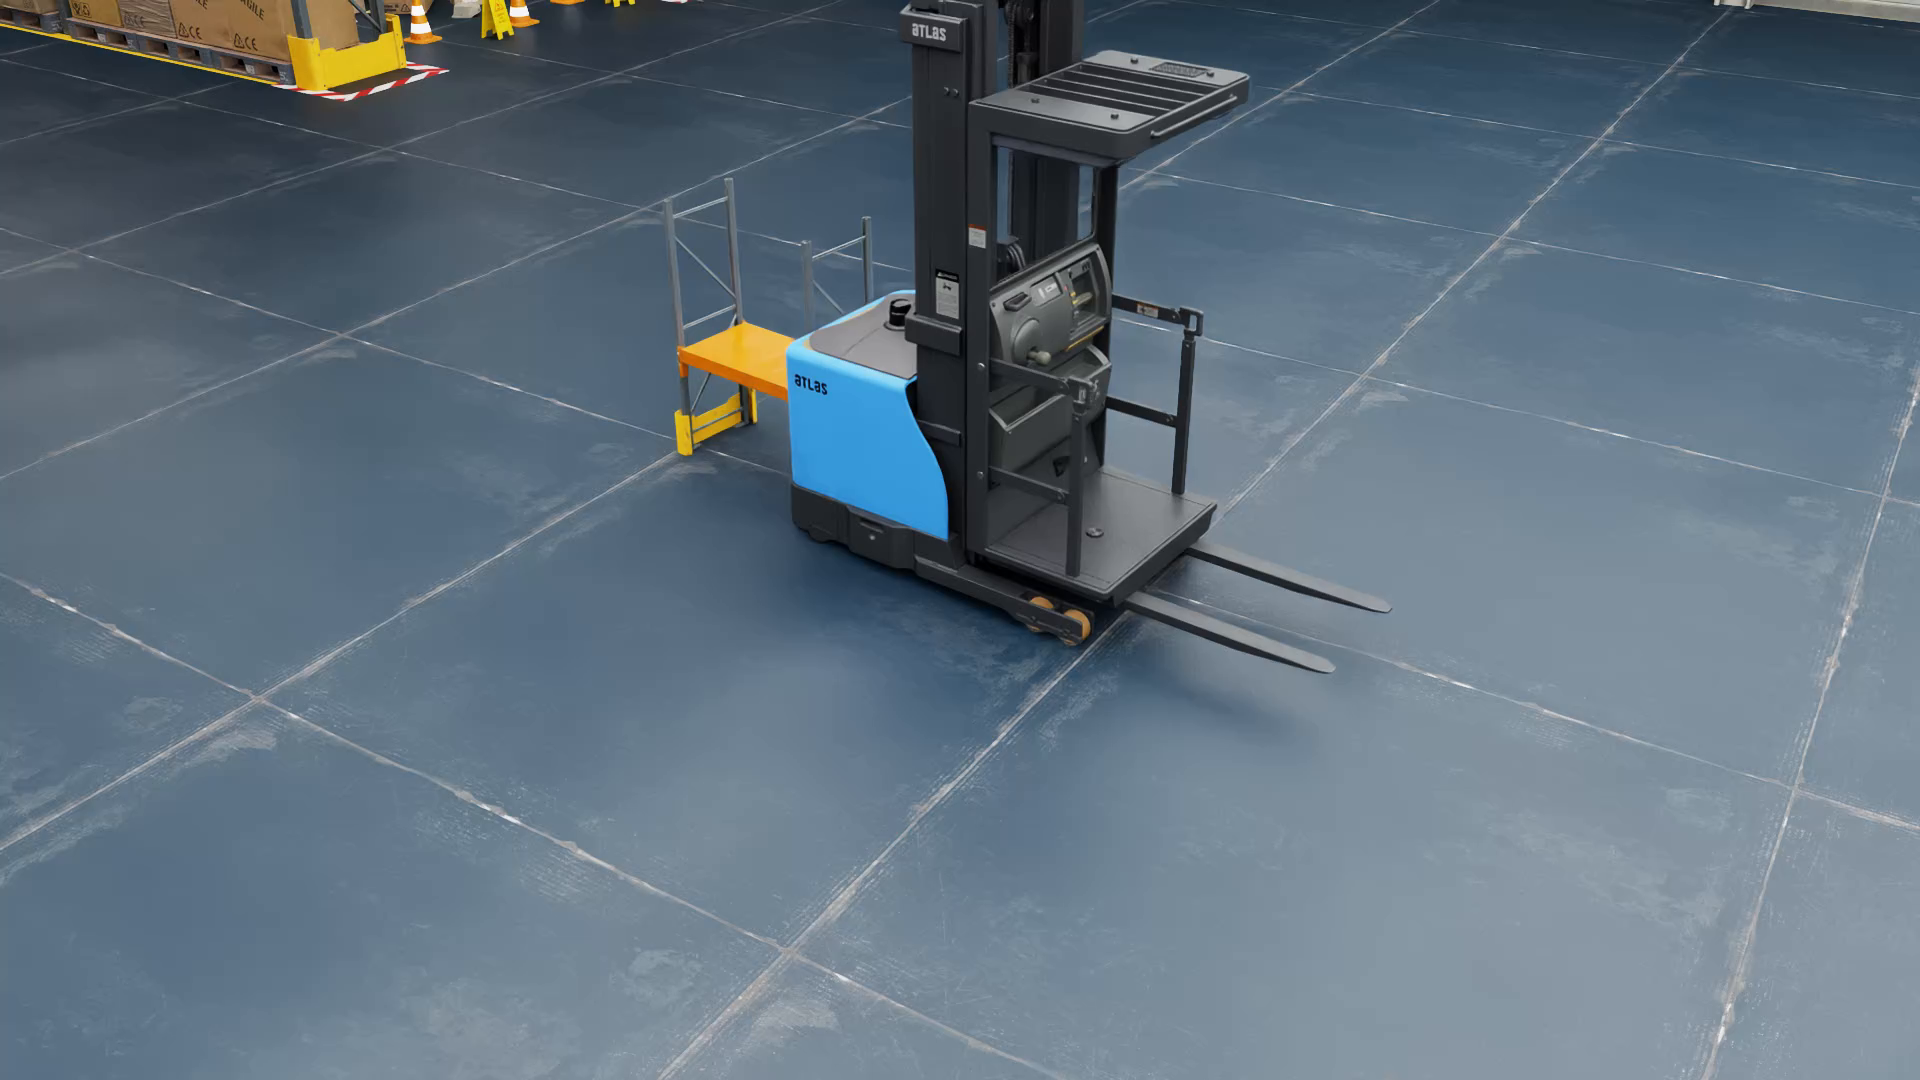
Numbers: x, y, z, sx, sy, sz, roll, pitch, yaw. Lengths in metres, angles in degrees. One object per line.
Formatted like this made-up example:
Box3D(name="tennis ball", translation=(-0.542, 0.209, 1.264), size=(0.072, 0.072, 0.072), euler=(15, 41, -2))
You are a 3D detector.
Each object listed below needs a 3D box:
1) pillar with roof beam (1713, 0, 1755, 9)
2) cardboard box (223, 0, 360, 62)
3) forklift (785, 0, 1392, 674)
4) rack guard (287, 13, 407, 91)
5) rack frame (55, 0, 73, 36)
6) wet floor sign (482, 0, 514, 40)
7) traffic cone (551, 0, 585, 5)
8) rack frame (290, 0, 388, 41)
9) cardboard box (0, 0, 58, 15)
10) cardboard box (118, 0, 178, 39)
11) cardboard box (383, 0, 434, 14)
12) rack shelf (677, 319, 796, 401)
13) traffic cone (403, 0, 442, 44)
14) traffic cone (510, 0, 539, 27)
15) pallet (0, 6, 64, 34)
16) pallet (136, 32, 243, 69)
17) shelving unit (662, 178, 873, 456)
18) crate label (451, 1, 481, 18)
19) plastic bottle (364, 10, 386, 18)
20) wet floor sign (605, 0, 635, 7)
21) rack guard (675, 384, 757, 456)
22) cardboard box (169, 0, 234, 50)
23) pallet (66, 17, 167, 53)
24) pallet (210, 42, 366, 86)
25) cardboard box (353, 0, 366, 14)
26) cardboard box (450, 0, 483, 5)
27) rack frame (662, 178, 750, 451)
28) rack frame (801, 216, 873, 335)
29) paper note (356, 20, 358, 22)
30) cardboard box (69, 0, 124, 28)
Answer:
Box3D(name="pillar with roof beam", translation=(6.808, -8.347, 14.127), size=(0.400, 9.000, 9.100), euler=(18, 35, 27))
Box3D(name="cardboard box", translation=(-6.748, -5.394, 16.711), size=(0.875, 0.875, 0.875), euler=(18, 35, 28))
Box3D(name="forklift", translation=(0.601, -1.071, 7.677), size=(3.031, 2.935, 1.130), euler=(20, 36, 30))
Box3D(name="rack guard", translation=(-6.118, -4.891, 16.638), size=(0.348, 0.500, 1.175), euler=(18, 35, 27))
Box3D(name="rack frame", translation=(-9.526, -7.049, 17.855), size=(0.127, 3.000, 1.000), euler=(18, 35, 27))
Box3D(name="wet floor sign", translation=(-5.061, -5.797, 18.047), size=(0.232, 0.644, 0.267), euler=(12, 32, 19))
Box3D(name="traffic cone", translation=(-4.642, -6.586, 19.579), size=(0.334, 0.463, 0.336), euler=(18, 35, 27))
Box3D(name="rack frame", translation=(-6.138, -5.977, 16.019), size=(0.127, 3.000, 1.000), euler=(18, 35, 27))
Box3D(name="cardboard box", translation=(-10.100, -6.386, 18.536), size=(0.750, 0.750, 1.050), euler=(17, 34, 27))
Box3D(name="cardboard box", translation=(-8.265, -5.874, 17.534), size=(0.875, 0.875, 0.875), euler=(18, 35, 28))
Box3D(name="cardboard box", translation=(-6.426, -6.429, 19.270), size=(0.637, 0.503, 0.797), euler=(-4, 30, -7))
Box3D(name="rack shelf", translation=(-1.027, -0.944, 9.237), size=(1.000, 0.185, 0.538), euler=(22, 37, 33))
Box3D(name="traffic cone", translation=(-5.833, -5.630, 17.941), size=(0.334, 0.463, 0.336), euler=(18, 35, 27))
Box3D(name="traffic cone", translation=(-4.945, -6.021, 18.611), size=(0.334, 0.463, 0.336), euler=(18, 35, 27))
Box3D(name="pallet", translation=(-10.220, -6.019, 18.857), size=(1.213, 0.211, 1.003), euler=(18, 35, 27))
Box3D(name="pallet", translation=(-7.886, -5.281, 17.592), size=(1.213, 0.211, 1.003), euler=(18, 35, 27))
Box3D(name="shelving unit", translation=(-1.034, -1.102, 9.151), size=(1.083, 1.500, 0.587), euler=(22, 37, 33))
Box3D(name="crate label", translation=(-5.643, -6.064, 19.009), size=(0.298, 0.136, 0.250), euler=(1, 30, 2))
Box3D(name="plastic bottle", translation=(-6.702, -5.994, 18.963), size=(0.283, 0.061, 0.133), euler=(6, 31, 10))
Box3D(name="wet floor sign", translation=(-4.000, -6.592, 19.410), size=(0.267, 0.644, 0.232), euler=(-21, 36, -32))
Box3D(name="rack guard", translation=(-1.423, -0.719, 9.734), size=(0.087, 0.250, 0.587), euler=(22, 37, 33))
Box3D(name="cardboard box", translation=(-7.494, -5.629, 17.114), size=(0.875, 0.875, 0.875), euler=(17, 34, 27))
Box3D(name="pallet", translation=(-8.924, -5.607, 18.152), size=(1.213, 0.211, 1.003), euler=(18, 35, 27))
Box3D(name="pallet", translation=(-6.857, -4.953, 17.031), size=(1.213, 0.211, 1.003), euler=(18, 35, 27))
Box3D(name="cardboard box", translation=(-7.091, -6.193, 19.103), size=(0.258, 0.266, 0.396), euler=(24, 38, 35))
Box3D(name="cardboard box", translation=(-5.776, -6.374, 19.529), size=(0.380, 0.149, 0.250), euler=(-15, 33, -24))
Box3D(name="rack frame", translation=(-1.424, -1.259, 9.420), size=(0.032, 1.500, 0.500), euler=(22, 37, 33))
Box3D(name="rack frame", translation=(-0.630, -0.939, 8.872), size=(0.032, 1.500, 0.500), euler=(22, 37, 33))
Box3D(name="paper note", translation=(-6.837, -5.870, 18.803), size=(0.032, 0.001, 0.123), euler=(-15, 33, -24))
Box3D(name="cardboard box", translation=(-9.031, -6.114, 17.945), size=(0.875, 0.875, 0.875), euler=(18, 35, 28))
